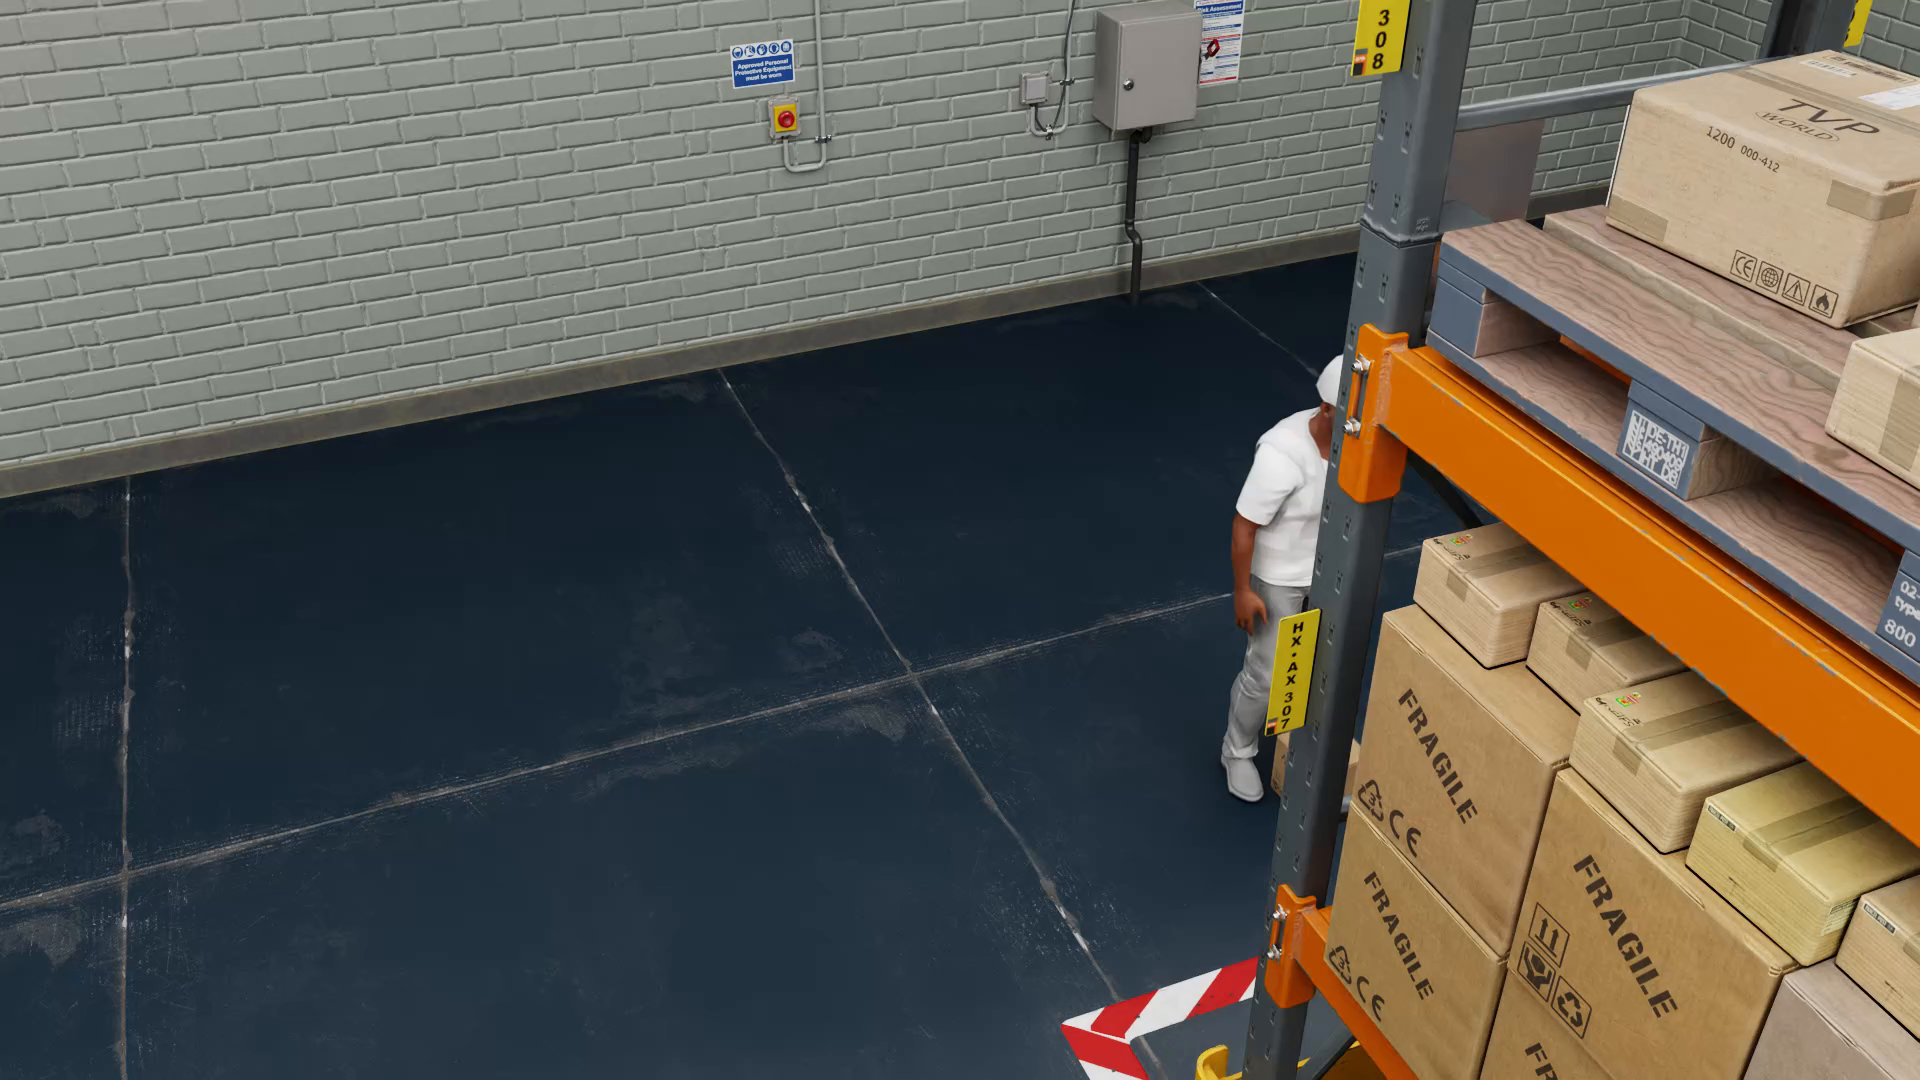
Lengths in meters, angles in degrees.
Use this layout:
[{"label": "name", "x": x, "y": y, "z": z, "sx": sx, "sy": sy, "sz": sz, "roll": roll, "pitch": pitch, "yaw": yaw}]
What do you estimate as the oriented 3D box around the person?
[{"label": "person", "x": 1.243, "y": 0.120, "z": 5.942, "sx": 0.622, "sy": 1.759, "sz": 0.462, "roll": -14, "pitch": 36, "yaw": -21}]
